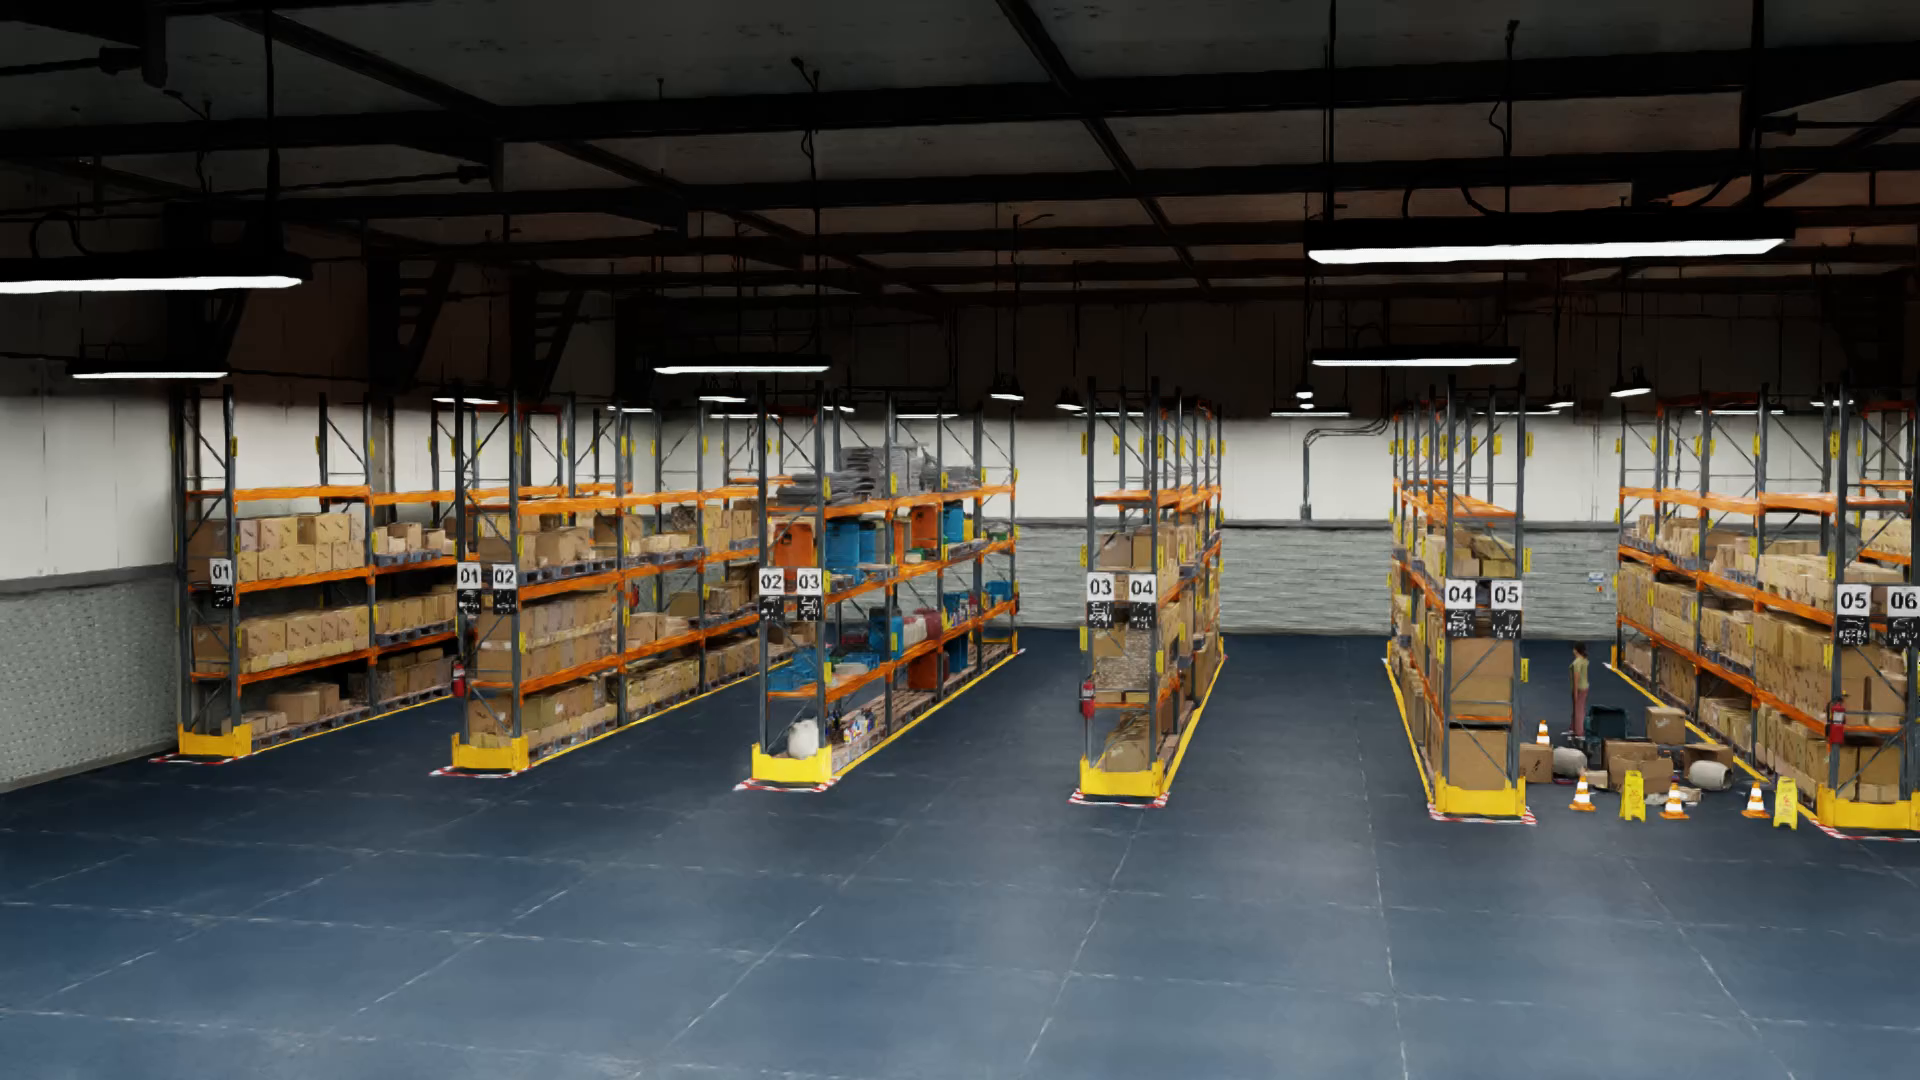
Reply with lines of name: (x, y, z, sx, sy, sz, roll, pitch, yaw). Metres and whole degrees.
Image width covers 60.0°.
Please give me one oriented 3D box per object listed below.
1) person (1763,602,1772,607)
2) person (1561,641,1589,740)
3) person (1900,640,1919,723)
person: (18.469, 2.045, 38.045, 0.701, 1.664, 0.485, -1, 3, -14)
person: (10.518, 2.562, 28.402, 0.482, 1.674, 0.492, 3, 4, 41)
person: (17.283, 2.413, 30.247, 0.591, 1.763, 0.685, 2, 4, 32)
